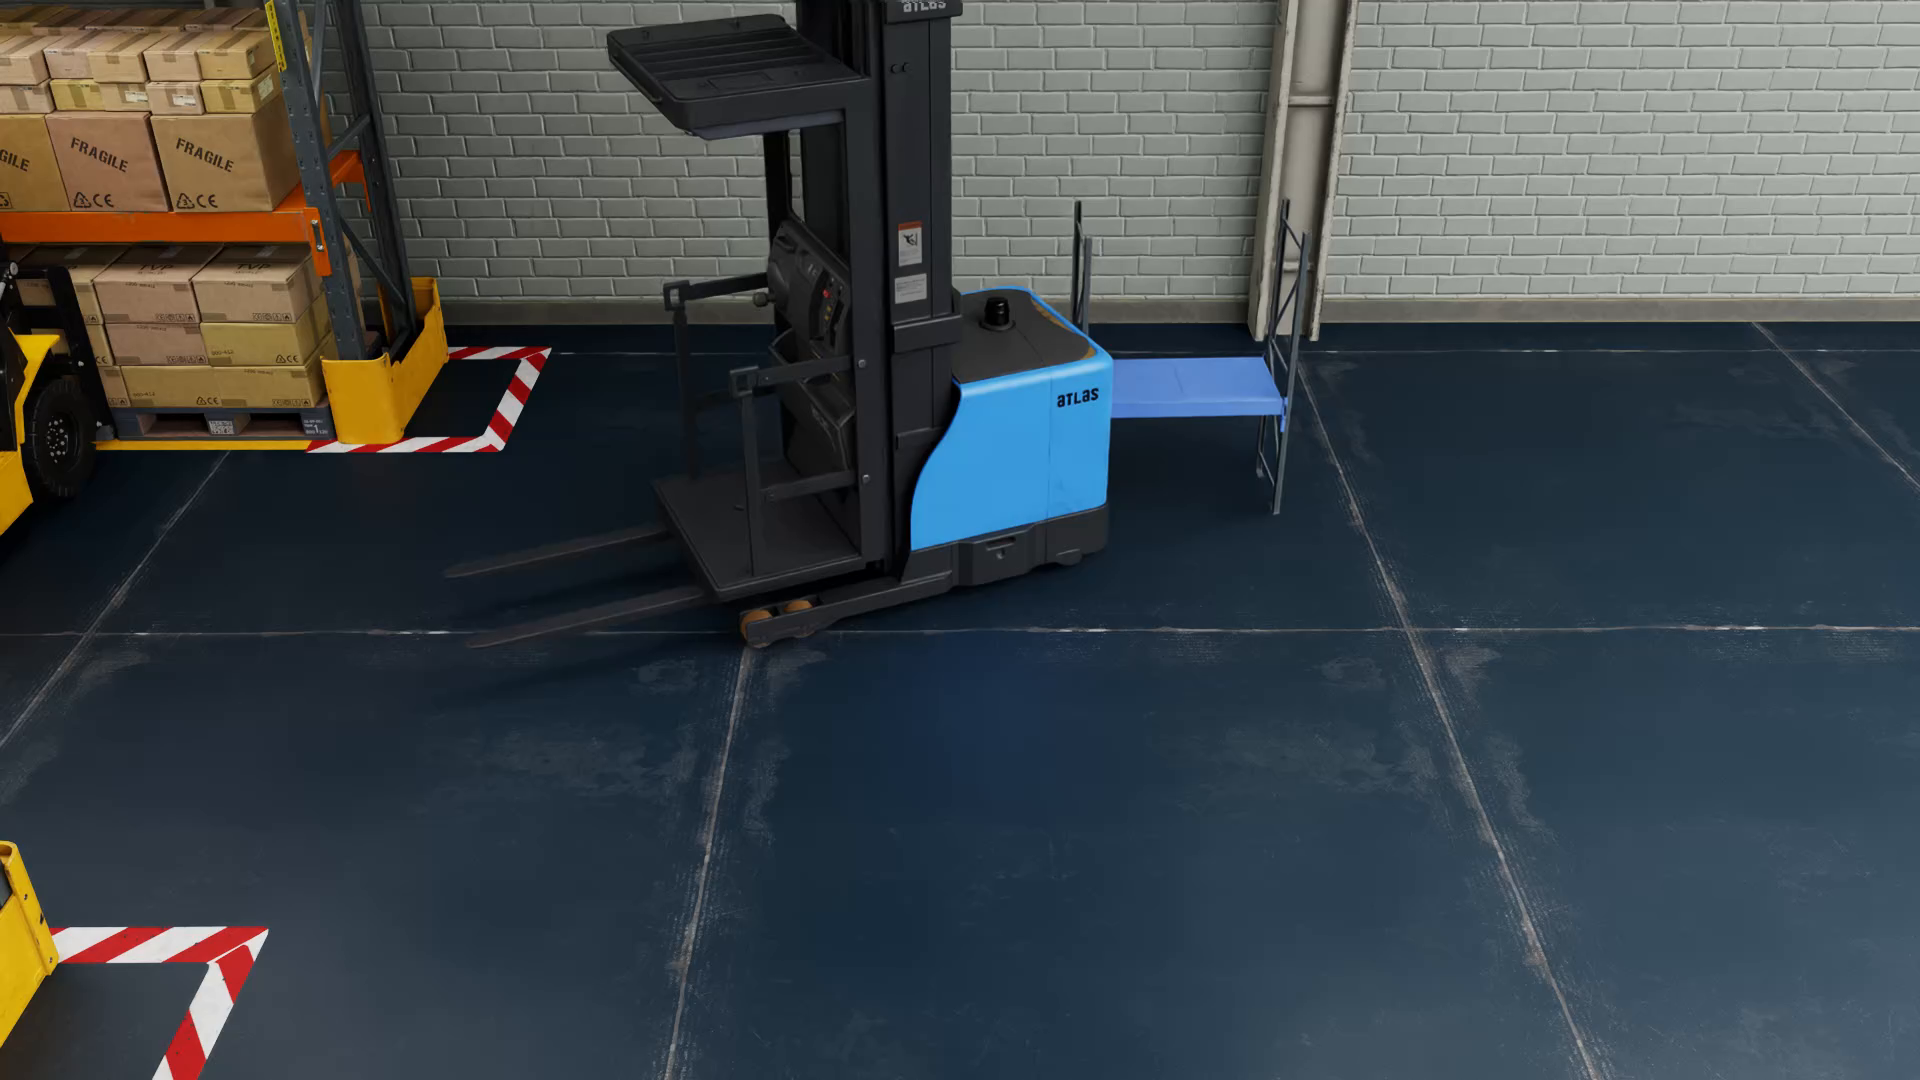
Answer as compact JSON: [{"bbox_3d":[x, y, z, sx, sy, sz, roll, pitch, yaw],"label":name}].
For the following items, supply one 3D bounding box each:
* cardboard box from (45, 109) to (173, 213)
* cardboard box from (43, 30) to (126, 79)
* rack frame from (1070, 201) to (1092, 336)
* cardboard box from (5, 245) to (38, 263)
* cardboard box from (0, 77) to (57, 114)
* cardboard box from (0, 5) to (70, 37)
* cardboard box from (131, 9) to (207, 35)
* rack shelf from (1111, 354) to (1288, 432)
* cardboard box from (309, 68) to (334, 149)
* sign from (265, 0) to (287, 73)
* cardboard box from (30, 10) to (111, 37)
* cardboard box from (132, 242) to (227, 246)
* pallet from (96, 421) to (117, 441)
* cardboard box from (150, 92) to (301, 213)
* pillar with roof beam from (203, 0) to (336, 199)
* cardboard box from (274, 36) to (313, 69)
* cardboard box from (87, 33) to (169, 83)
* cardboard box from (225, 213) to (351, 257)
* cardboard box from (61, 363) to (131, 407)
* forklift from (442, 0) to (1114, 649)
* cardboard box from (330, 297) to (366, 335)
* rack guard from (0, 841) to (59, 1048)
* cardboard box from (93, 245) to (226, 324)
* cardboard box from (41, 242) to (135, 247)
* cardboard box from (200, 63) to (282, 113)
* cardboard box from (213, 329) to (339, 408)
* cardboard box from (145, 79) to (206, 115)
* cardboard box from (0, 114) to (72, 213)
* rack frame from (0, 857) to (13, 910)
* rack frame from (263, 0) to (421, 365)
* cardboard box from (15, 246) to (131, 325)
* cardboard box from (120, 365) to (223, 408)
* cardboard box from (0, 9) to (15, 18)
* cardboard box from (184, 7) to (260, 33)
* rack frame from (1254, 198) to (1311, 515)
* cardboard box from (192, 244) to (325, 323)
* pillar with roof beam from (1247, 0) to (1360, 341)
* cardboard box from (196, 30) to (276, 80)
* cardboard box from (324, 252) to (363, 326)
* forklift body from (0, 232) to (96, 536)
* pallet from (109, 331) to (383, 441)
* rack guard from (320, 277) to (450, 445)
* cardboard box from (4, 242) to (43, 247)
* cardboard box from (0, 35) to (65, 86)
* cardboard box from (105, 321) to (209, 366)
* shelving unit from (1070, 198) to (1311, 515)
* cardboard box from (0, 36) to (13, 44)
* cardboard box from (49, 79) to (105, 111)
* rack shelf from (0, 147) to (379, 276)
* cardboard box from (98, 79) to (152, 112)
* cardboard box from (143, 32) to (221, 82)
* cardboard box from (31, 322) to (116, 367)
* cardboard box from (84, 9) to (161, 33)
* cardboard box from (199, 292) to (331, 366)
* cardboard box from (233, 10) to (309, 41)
[{"bbox_3d":[-4.292,-2.018,8.588,0.500,0.500,0.500,1,31,1],"label":"cardboard box"},{"bbox_3d":[-4.396,-2.453,8.392,0.250,0.149,0.380,0,31,0],"label":"cardboard box"},{"bbox_3d":[0.583,-0.877,8.250,0.032,1.500,0.500,-1,31,-2],"label":"rack frame"},{"bbox_3d":[-5.263,-1.369,8.896,0.500,0.250,0.500,-1,31,-1],"label":"cardboard box"},{"bbox_3d":[-4.657,-2.278,8.391,0.250,0.149,0.380,-1,31,-2],"label":"cardboard box"},{"bbox_3d":[-4.919,-2.719,8.831,0.250,0.149,0.380,-1,31,-1],"label":"cardboard box"},{"bbox_3d":[-4.145,-2.675,8.759,0.250,0.149,0.380,0,31,1],"label":"cardboard box"},{"bbox_3d":[1.091,-0.735,8.362,1.000,0.185,0.538,-1,31,-2],"label":"rack shelf"},{"bbox_3d":[-3.779,-2.295,9.044,0.500,0.500,0.500,1,31,1],"label":"cardboard box"},{"bbox_3d":[-3.293,-2.425,8.010,0.005,0.325,0.100,0,31,0],"label":"sign"},{"bbox_3d":[-4.656,-2.668,8.748,0.250,0.149,0.380,1,31,1],"label":"cardboard box"},{"bbox_3d":[-4.264,-1.634,9.334,0.500,0.250,0.500,0,31,0],"label":"cardboard box"},{"bbox_3d":[-5.264,-0.891,9.515,1.213,0.211,1.003,0,31,0],"label":"pallet"},{"bbox_3d":[-3.773,-2.015,8.582,0.500,0.500,0.500,-1,31,-1],"label":"cardboard box"},{"bbox_3d":[-3.958,-2.907,4.366,0.400,9.000,9.100,0,31,0],"label":"pillar with roof beam"},{"bbox_3d":[-3.623,-2.563,8.861,0.250,0.149,0.380,-1,31,-2],"label":"cardboard box"},{"bbox_3d":[-4.147,-2.415,8.330,0.250,0.149,0.380,0,31,1],"label":"cardboard box"},{"bbox_3d":[-3.764,-1.638,9.340,0.500,0.250,0.500,-1,31,-1],"label":"cardboard box"},{"bbox_3d":[-4.748,-0.955,9.178,0.500,0.250,0.500,0,31,0],"label":"cardboard box"},{"bbox_3d":[-0.845,-1.083,7.209,3.031,2.935,1.130,-13,34,-21],"label":"forklift"},{"bbox_3d":[-3.774,-1.214,9.604,0.500,0.250,0.500,0,31,0],"label":"cardboard box"},{"bbox_3d":[-3.324,1.534,5.240,0.348,0.500,1.175,0,31,0],"label":"rack guard"},{"bbox_3d":[-4.251,-1.373,8.904,0.500,0.250,0.500,0,31,1],"label":"cardboard box"},{"bbox_3d":[-4.764,-1.638,9.341,0.500,0.250,0.500,0,31,-1],"label":"cardboard box"},{"bbox_3d":[-3.627,-2.283,8.400,0.250,0.149,0.380,0,31,0],"label":"cardboard box"},{"bbox_3d":[-3.750,-0.948,9.167,0.500,0.250,0.500,0,31,0],"label":"cardboard box"},{"bbox_3d":[-3.883,-2.267,8.373,0.250,0.149,0.380,0,31,0],"label":"cardboard box"},{"bbox_3d":[-4.804,-2.016,8.585,0.500,0.500,0.500,-1,31,-1],"label":"cardboard box"},{"bbox_3d":[-3.248,0.465,4.592,0.127,3.000,1.000,0,31,0],"label":"rack frame"},{"bbox_3d":[-3.282,-2.110,8.835,0.127,3.000,1.000,0,31,0],"label":"rack frame"},{"bbox_3d":[-4.756,-1.367,8.893,0.500,0.250,0.500,0,31,0],"label":"cardboard box"},{"bbox_3d":[-4.247,-0.952,9.173,0.500,0.250,0.500,0,31,0],"label":"cardboard box"},{"bbox_3d":[-5.166,-2.677,8.761,0.250,0.149,0.380,0,31,0],"label":"cardboard box"},{"bbox_3d":[-3.886,-2.698,8.797,0.250,0.149,0.380,1,31,1],"label":"cardboard box"},{"bbox_3d":[1.598,-0.900,8.287,0.032,1.500,0.500,-1,31,-2],"label":"rack frame"},{"bbox_3d":[-3.741,-1.378,8.911,0.500,0.250,0.500,1,31,1],"label":"cardboard box"},{"bbox_3d":[2.042,-2.926,4.397,0.400,9.000,9.100,0,31,0],"label":"pillar with roof beam"},{"bbox_3d":[-3.639,-2.447,8.382,0.250,0.149,0.380,0,31,0],"label":"cardboard box"},{"bbox_3d":[-3.754,-1.434,9.485,0.500,0.250,0.500,0,31,1],"label":"cardboard box"},{"bbox_3d":[-5.167,-0.795,7.486,1.214,2.155,2.313,0,31,0],"label":"forklift body"},{"bbox_3d":[-4.047,-0.893,9.519,1.213,0.211,1.003,0,31,0],"label":"pallet"},{"bbox_3d":[-3.258,-1.041,9.484,0.348,0.500,1.175,0,31,0],"label":"rack guard"},{"bbox_3d":[-5.276,-1.640,9.344,0.500,0.250,0.500,-1,31,-1],"label":"cardboard box"},{"bbox_3d":[-4.656,-2.394,8.296,0.250,0.149,0.380,1,31,1],"label":"cardboard box"},{"bbox_3d":[-4.269,-1.168,9.047,0.500,0.250,0.500,0,31,-1],"label":"cardboard box"},{"bbox_3d":[1.091,-0.888,8.268,1.048,1.500,0.538,-1,31,-2],"label":"shelving unit"},{"bbox_3d":[-4.915,-2.391,8.290,0.250,0.149,0.380,0,31,1],"label":"cardboard box"},{"bbox_3d":[-4.390,-2.303,8.433,0.250,0.149,0.380,0,31,-1],"label":"cardboard box"},{"bbox_3d":[-5.282,-1.796,9.012,4.000,0.370,1.077,0,31,0],"label":"rack shelf"},{"bbox_3d":[-4.142,-2.298,8.424,0.250,0.149,0.380,0,31,1],"label":"cardboard box"},{"bbox_3d":[-3.886,-2.430,8.354,0.250,0.149,0.380,0,31,0],"label":"cardboard box"},{"bbox_3d":[-4.785,-1.155,9.026,0.500,0.250,0.500,-1,31,-1],"label":"cardboard box"},{"bbox_3d":[-4.393,-2.682,8.771,0.250,0.149,0.380,0,31,0],"label":"cardboard box"},{"bbox_3d":[-3.767,-1.164,9.040,0.500,0.250,0.500,-1,31,-1],"label":"cardboard box"},{"bbox_3d":[-3.619,-2.667,8.745,0.250,0.149,0.380,-1,31,-1],"label":"cardboard box"}]
